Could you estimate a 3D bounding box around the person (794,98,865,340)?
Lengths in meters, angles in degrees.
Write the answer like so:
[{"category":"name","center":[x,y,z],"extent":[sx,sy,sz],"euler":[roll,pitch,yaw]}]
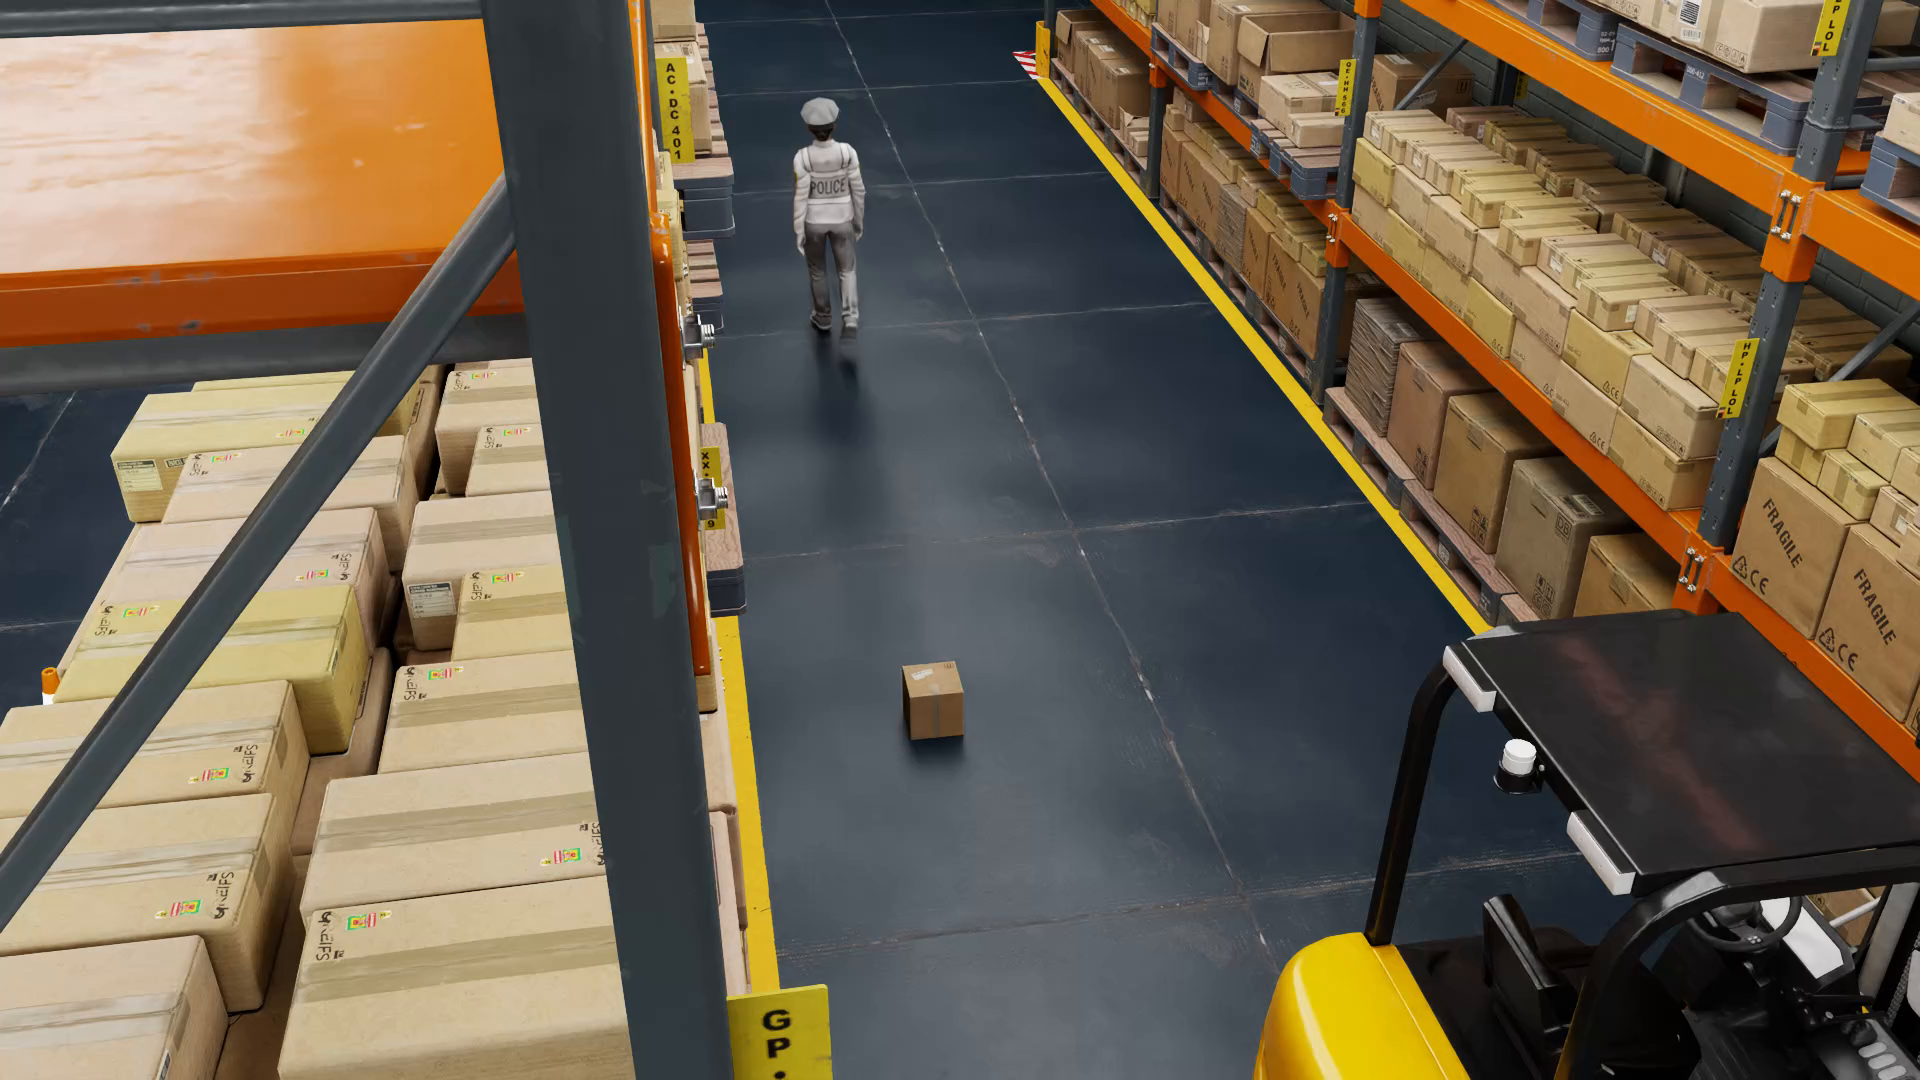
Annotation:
[{"category":"person","center":[-0.870,-2.122,11.134],"extent":[0.494,1.658,0.817],"euler":[-6,31,-10]}]
